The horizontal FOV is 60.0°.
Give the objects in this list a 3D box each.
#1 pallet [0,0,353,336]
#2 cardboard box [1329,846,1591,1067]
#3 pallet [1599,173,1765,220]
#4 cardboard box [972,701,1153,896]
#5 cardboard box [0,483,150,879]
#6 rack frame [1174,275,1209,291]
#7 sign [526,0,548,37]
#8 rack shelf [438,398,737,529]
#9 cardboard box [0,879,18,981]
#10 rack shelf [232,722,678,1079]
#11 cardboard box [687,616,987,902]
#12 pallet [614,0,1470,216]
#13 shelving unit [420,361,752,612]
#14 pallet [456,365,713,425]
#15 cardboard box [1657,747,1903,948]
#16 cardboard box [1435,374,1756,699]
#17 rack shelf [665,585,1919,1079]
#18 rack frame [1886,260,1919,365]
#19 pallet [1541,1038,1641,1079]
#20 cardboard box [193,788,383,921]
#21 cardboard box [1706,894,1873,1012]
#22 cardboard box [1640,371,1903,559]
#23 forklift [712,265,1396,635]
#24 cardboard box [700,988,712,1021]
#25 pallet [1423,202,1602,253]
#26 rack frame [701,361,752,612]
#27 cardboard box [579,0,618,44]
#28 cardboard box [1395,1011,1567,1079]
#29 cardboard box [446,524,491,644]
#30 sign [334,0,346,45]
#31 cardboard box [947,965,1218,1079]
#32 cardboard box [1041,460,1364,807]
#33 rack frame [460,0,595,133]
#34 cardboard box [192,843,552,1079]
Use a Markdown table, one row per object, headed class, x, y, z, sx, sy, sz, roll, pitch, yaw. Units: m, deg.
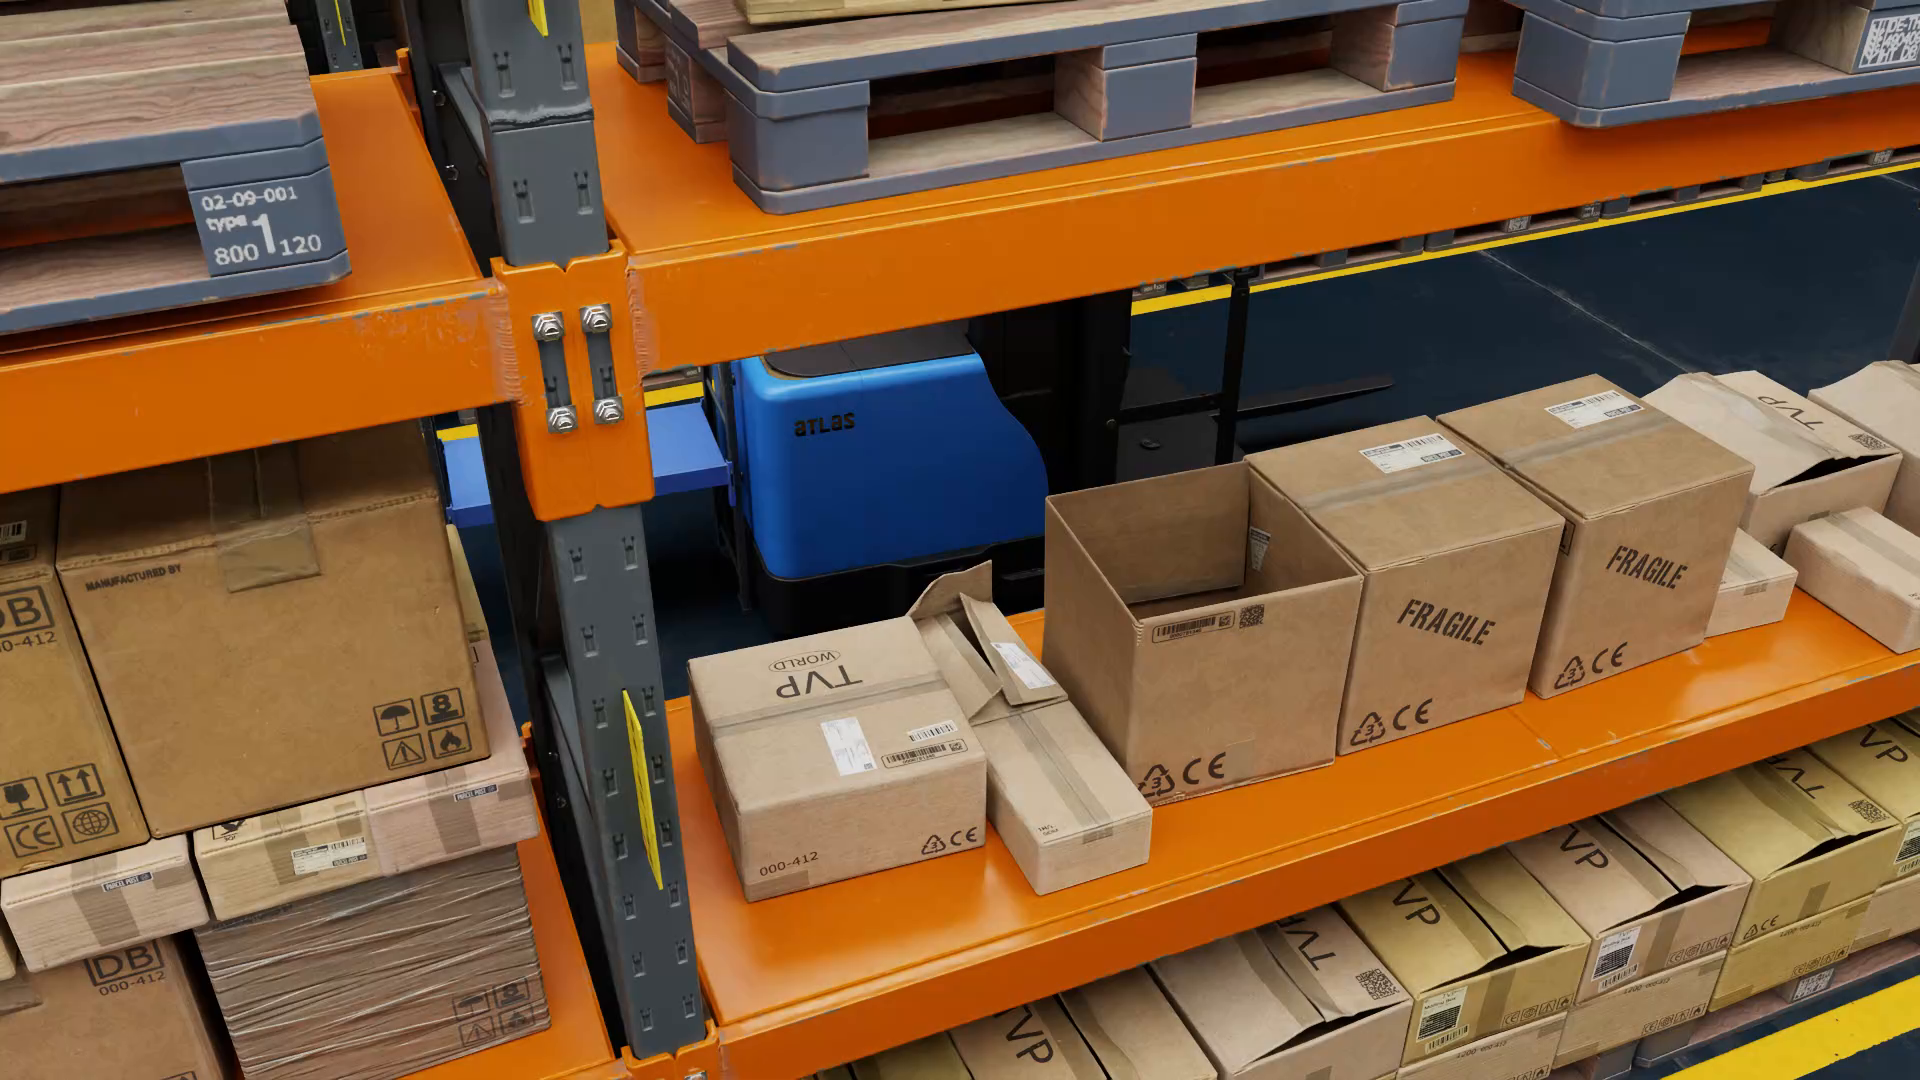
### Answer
| class | x | y | z | sx | sy | sz | roll | pitch | yaw |
| --- | --- | --- | --- | --- | --- | --- | --- | --- | --- |
| pallet | -1.477 | -0.525 | 2.137 | 1.213 | 0.211 | 1.003 | -13 | 35 | -19 |
| cardboard box | 1.194 | 0.957 | 4.151 | 0.500 | 0.311 | 0.500 | -12 | 35 | -18 |
| pallet | 4.072 | -2.307 | 10.102 | 1.213 | 0.211 | 1.003 | -13 | 35 | -19 |
| cardboard box | 0.196 | 0.524 | 3.425 | 0.250 | 0.149 | 0.380 | -13 | 35 | -19 |
| cardboard box | -1.573 | 0.121 | 2.532 | 0.500 | 0.500 | 0.700 | -13 | 35 | -19 |
| rack frame | 1.066 | -2.832 | 8.352 | 0.127 | 3.000 | 1.000 | -13 | 35 | -19 |
| sign | -0.484 | -0.726 | 1.818 | 0.005 | 0.325 | 0.100 | -13 | 35 | -19 |
| rack shelf | -1.370 | -0.249 | 6.087 | 1.000 | 0.185 | 0.538 | -10 | 34 | -15 |
| cardboard box | -1.579 | 0.518 | 2.518 | 0.250 | 0.149 | 0.380 | -13 | 35 | -19 |
| rack shelf | -2.545 | 1.226 | 2.774 | 4.000 | 0.370 | 1.077 | -13 | 35 | -19 |
| cardboard box | -0.263 | 0.440 | 3.462 | 0.500 | 0.250 | 0.500 | -11 | 35 | -16 |
| pallet | 0.108 | -0.867 | 2.758 | 1.217 | 0.209 | 0.805 | -14 | 36 | -21 |
| shelving unit | -1.370 | -0.399 | 5.988 | 1.048 | 1.500 | 0.538 | -10 | 34 | -15 |
| pallet | -1.904 | -0.984 | 8.069 | 1.213 | 0.211 | 1.003 | -13 | 35 | -19 |
| cardboard box | 2.123 | 0.747 | 4.474 | 0.500 | 0.311 | 0.500 | -13 | 35 | -20 |
| cardboard box | 1.447 | -0.021 | 3.941 | 0.500 | 0.500 | 0.500 | -15 | 36 | -21 |
| rack shelf | 1.144 | 0.382 | 4.072 | 4.000 | 0.370 | 1.077 | -13 | 35 | -19 |
| rack frame | 2.988 | -0.342 | 4.525 | 0.127 | 3.000 | 1.000 | -13 | 35 | -19 |
| pallet | 1.090 | 1.237 | 4.656 | 1.213 | 0.211 | 1.003 | -13 | 35 | -19 |
| cardboard box | -1.097 | 0.405 | 2.691 | 0.250 | 0.149 | 0.380 | -14 | 35 | -20 |
| cardboard box | 2.123 | 0.979 | 4.631 | 0.500 | 0.250 | 0.500 | -13 | 35 | -19 |
| cardboard box | 2.088 | -0.213 | 4.409 | 0.500 | 0.311 | 0.500 | -13 | 35 | -19 |
| forklift | 0.597 | -1.337 | 6.117 | 3.031 | 2.935 | 1.130 | -10 | 34 | -15 |
| cardboard box | -0.438 | 1.014 | 4.063 | 0.500 | 0.311 | 0.500 | -13 | 35 | -19 |
| pallet | 2.946 | -2.047 | 9.703 | 1.213 | 0.211 | 1.003 | -13 | 35 | -19 |
| rack frame | -0.887 | -0.487 | 6.123 | 0.032 | 1.500 | 0.500 | -10 | 34 | -15 |
| cardboard box | -1.621 | -2.419 | 7.222 | 0.500 | 0.500 | 0.700 | -9 | 34 | -14 |
| cardboard box | 1.185 | 1.194 | 4.301 | 0.500 | 0.250 | 0.500 | -12 | 35 | -18 |
| cardboard box | -1.023 | 0.148 | 3.086 | 0.250 | 0.149 | 0.380 | -13 | 35 | -19 |
| sign | -2.405 | -2.079 | 6.401 | 0.005 | 0.325 | 0.100 | -13 | 35 | -19 |
| cardboard box | 0.241 | 1.179 | 3.810 | 0.500 | 0.311 | 0.500 | -13 | 35 | -19 |
| cardboard box | 0.500 | 0.195 | 3.607 | 0.500 | 0.500 | 0.500 | -10 | 34 | -16 |
| rack frame | -0.701 | -2.012 | 1.591 | 0.127 | 3.000 | 1.000 | -13 | 35 | -19 |
| cardboard box | -1.107 | 0.558 | 3.051 | 0.500 | 0.500 | 0.700 | -14 | 36 | -20 |
